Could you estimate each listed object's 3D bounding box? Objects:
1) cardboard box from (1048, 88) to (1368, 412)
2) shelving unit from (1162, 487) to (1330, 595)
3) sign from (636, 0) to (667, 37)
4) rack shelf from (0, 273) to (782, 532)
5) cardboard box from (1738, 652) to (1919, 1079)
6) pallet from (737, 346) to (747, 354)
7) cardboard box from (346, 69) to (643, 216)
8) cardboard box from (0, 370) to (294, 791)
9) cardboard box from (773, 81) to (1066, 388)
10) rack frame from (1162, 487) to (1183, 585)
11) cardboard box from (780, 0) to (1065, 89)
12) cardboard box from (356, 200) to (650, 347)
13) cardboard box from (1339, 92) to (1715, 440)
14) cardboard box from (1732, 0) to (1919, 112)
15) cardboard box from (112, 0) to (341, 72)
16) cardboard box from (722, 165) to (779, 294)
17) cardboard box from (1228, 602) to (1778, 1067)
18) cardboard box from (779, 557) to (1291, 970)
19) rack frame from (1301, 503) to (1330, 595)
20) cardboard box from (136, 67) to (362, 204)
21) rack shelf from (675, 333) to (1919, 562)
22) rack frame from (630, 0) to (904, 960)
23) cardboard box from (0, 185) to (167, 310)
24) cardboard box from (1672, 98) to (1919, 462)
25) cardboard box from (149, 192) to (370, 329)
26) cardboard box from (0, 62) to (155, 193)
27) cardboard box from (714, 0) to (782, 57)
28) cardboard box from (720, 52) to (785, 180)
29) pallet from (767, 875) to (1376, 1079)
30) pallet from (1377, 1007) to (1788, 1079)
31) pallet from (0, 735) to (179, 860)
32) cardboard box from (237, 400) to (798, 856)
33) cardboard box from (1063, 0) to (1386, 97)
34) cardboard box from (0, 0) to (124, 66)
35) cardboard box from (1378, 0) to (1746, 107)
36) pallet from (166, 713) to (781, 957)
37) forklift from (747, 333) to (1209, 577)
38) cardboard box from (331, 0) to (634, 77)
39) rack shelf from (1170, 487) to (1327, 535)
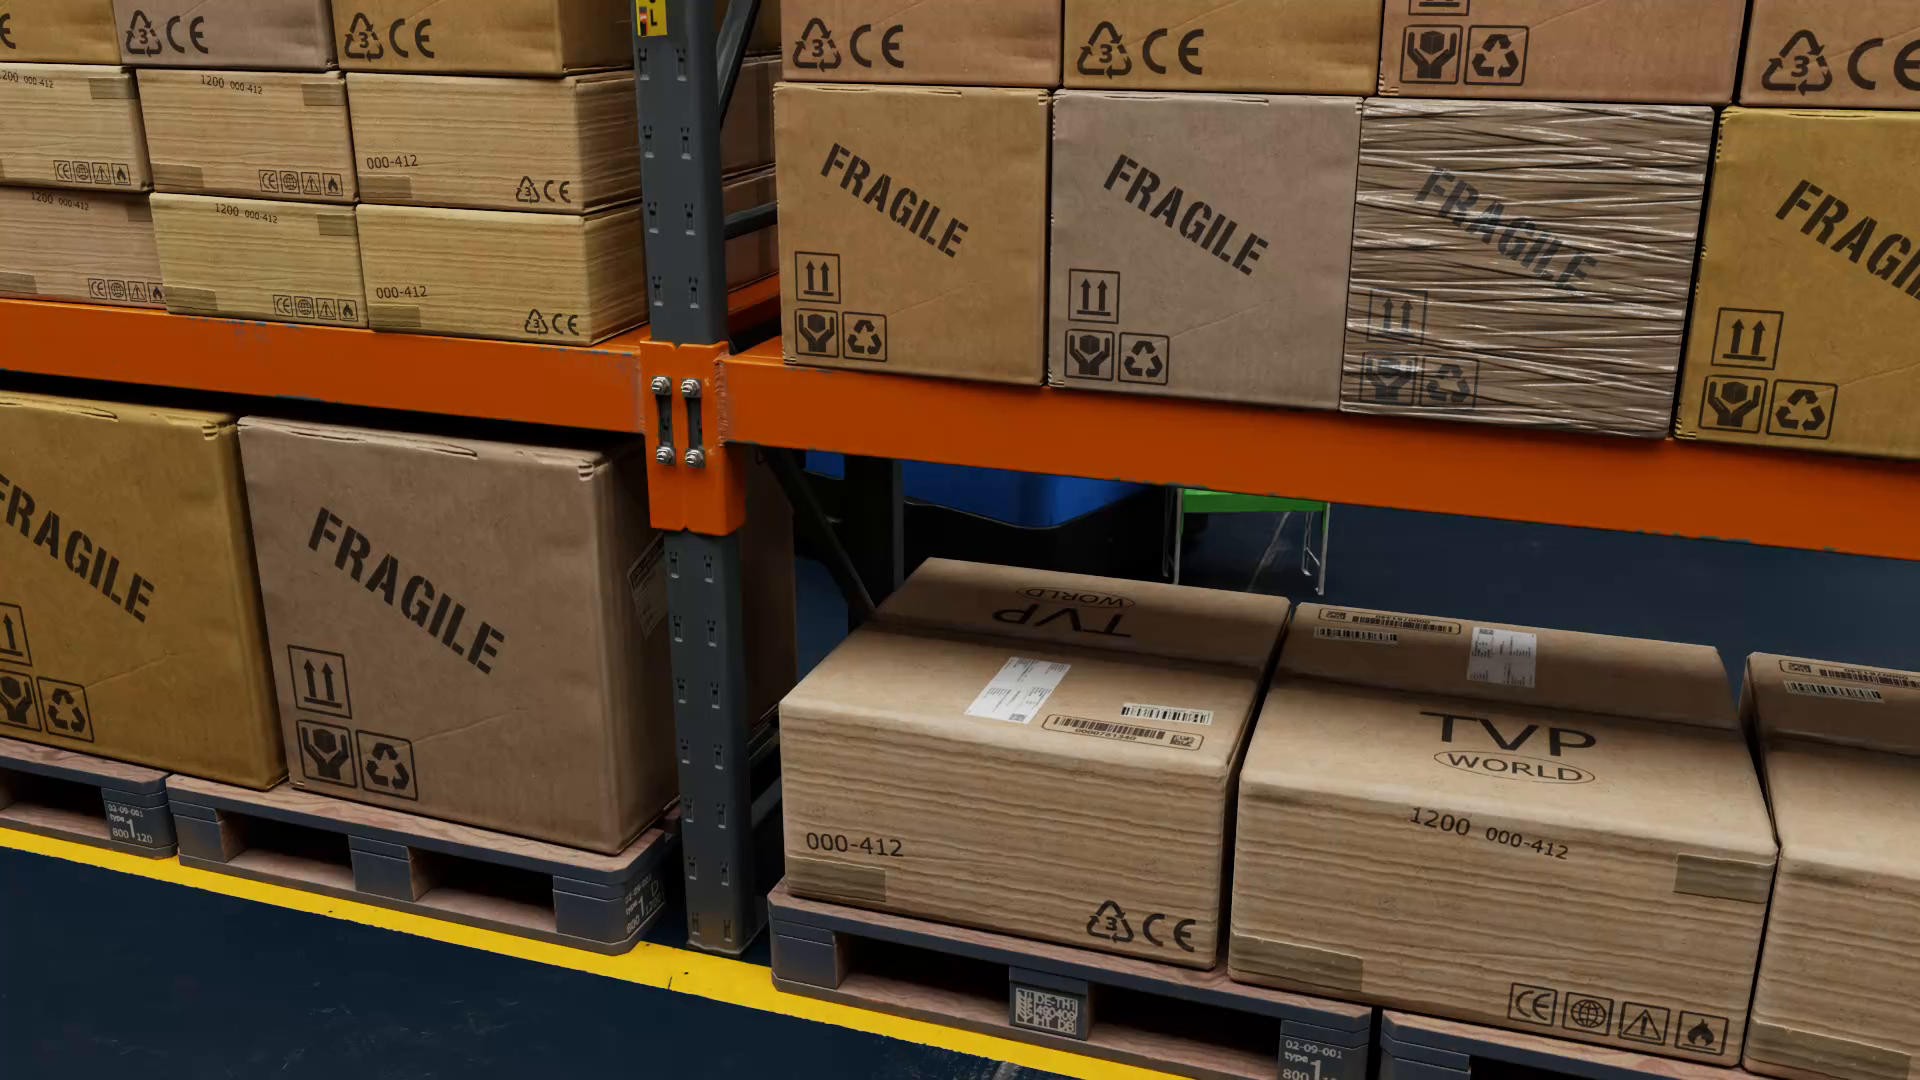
[{"bbox_3d":[0.469,-0.548,2.939,0.500,0.500,0.500,7,20,18],"label":"cardboard box"},{"bbox_3d":[0.955,-0.418,5.451,0.503,1.200,0.258,-1,19,-3],"label":"shelving unit"},{"bbox_3d":[-0.531,-1.028,2.830,0.005,0.325,0.100,7,20,18],"label":"sign"},{"bbox_3d":[-2.251,-0.565,4.232,4.000,0.370,1.077,7,20,18],"label":"rack shelf"},{"bbox_3d":[1.893,0.619,2.999,0.875,0.438,0.875,7,20,20],"label":"cardboard box"},{"bbox_3d":[-0.725,-1.137,9.016,1.213,0.211,1.003,7,20,18],"label":"pallet"},{"bbox_3d":[-0.858,-0.826,3.356,0.500,0.250,0.500,7,20,18],"label":"cardboard box"},{"bbox_3d":[-1.830,-0.021,4.169,0.875,0.875,0.875,7,20,20],"label":"cardboard box"},{"bbox_3d":[-0.005,-0.604,3.099,0.500,0.500,0.500,7,20,20],"label":"cardboard box"},{"bbox_3d":[0.711,-0.414,5.440,0.015,1.200,0.240,-1,19,-3],"label":"rack frame"},{"bbox_3d":[0.008,-1.081,2.950,0.500,0.500,0.500,7,20,18],"label":"cardboard box"},{"bbox_3d":[-0.868,-0.588,3.433,0.500,0.250,0.500,6,20,17],"label":"cardboard box"},{"bbox_3d":[0.937,-0.492,2.779,0.500,0.500,0.500,7,20,18],"label":"cardboard box"},{"bbox_3d":[1.439,-0.910,2.460,0.500,0.500,0.500,6,20,18],"label":"cardboard box"},{"bbox_3d":[-1.358,-1.232,3.381,0.500,0.500,0.500,7,20,19],"label":"cardboard box"},{"bbox_3d":[-0.691,-0.747,3.891,0.500,0.250,0.500,6,20,17],"label":"cardboard box"},{"bbox_3d":[1.042,0.521,3.280,0.875,0.438,0.875,6,20,16],"label":"cardboard box"},{"bbox_3d":[0.196,0.424,3.556,0.875,0.438,0.875,6,20,17],"label":"cardboard box"},{"bbox_3d":[1.199,-0.421,5.462,0.015,1.200,0.240,-1,19,-3],"label":"rack frame"},{"bbox_3d":[-1.333,-0.877,3.505,0.500,0.250,0.500,7,20,19],"label":"cardboard box"},{"bbox_3d":[1.527,-0.133,2.993,4.000,0.370,1.077,7,20,18],"label":"rack shelf"},{"bbox_3d":[-0.362,-0.688,3.494,0.127,3.000,1.000,7,20,18],"label":"rack frame"},{"bbox_3d":[-1.820,-0.704,3.765,0.500,0.250,0.500,6,20,17],"label":"cardboard box"},{"bbox_3d":[1.424,-0.437,2.620,0.500,0.500,0.500,7,20,20],"label":"cardboard box"},{"bbox_3d":[-1.349,-0.643,3.592,0.500,0.250,0.500,6,20,17],"label":"cardboard box"},{"bbox_3d":[-1.824,-0.932,3.660,0.500,0.250,0.500,7,20,19],"label":"cardboard box"},{"bbox_3d":[-0.683,-1.345,3.706,0.500,0.500,0.500,7,20,19],"label":"cardboard box"},{"bbox_3d":[-0.685,-0.989,3.824,0.500,0.250,0.500,6,20,16],"label":"cardboard box"},{"bbox_3d":[0.331,0.735,3.648,1.213,0.211,1.003,7,20,18],"label":"pallet"},{"bbox_3d":[1.487,0.866,3.271,1.213,0.211,1.003,7,20,18],"label":"pallet"},{"bbox_3d":[-2.272,0.437,4.501,1.213,0.211,1.003,7,20,18],"label":"pallet"},{"bbox_3d":[-0.974,0.074,3.896,0.875,0.875,0.875,7,20,20],"label":"cardboard box"},{"bbox_3d":[0.483,-1.025,2.787,0.500,0.500,0.500,6,20,17],"label":"cardboard box"},{"bbox_3d":[-1.830,-1.292,3.556,0.500,0.500,0.500,7,20,20],"label":"cardboard box"},{"bbox_3d":[0.964,-0.966,2.619,0.500,0.500,0.500,7,20,19],"label":"cardboard box"},{"bbox_3d":[-1.116,0.568,4.125,1.213,0.211,1.003,7,20,18],"label":"pallet"},{"bbox_3d":[-0.552,-1.566,6.116,3.031,2.935,1.130,16,25,38],"label":"forklift"},{"bbox_3d":[-0.866,-1.178,3.228,0.500,0.500,0.500,7,20,20],"label":"cardboard box"},{"bbox_3d":[0.955,-0.131,5.551,0.480,0.148,0.258,-1,19,-3],"label":"rack shelf"}]
